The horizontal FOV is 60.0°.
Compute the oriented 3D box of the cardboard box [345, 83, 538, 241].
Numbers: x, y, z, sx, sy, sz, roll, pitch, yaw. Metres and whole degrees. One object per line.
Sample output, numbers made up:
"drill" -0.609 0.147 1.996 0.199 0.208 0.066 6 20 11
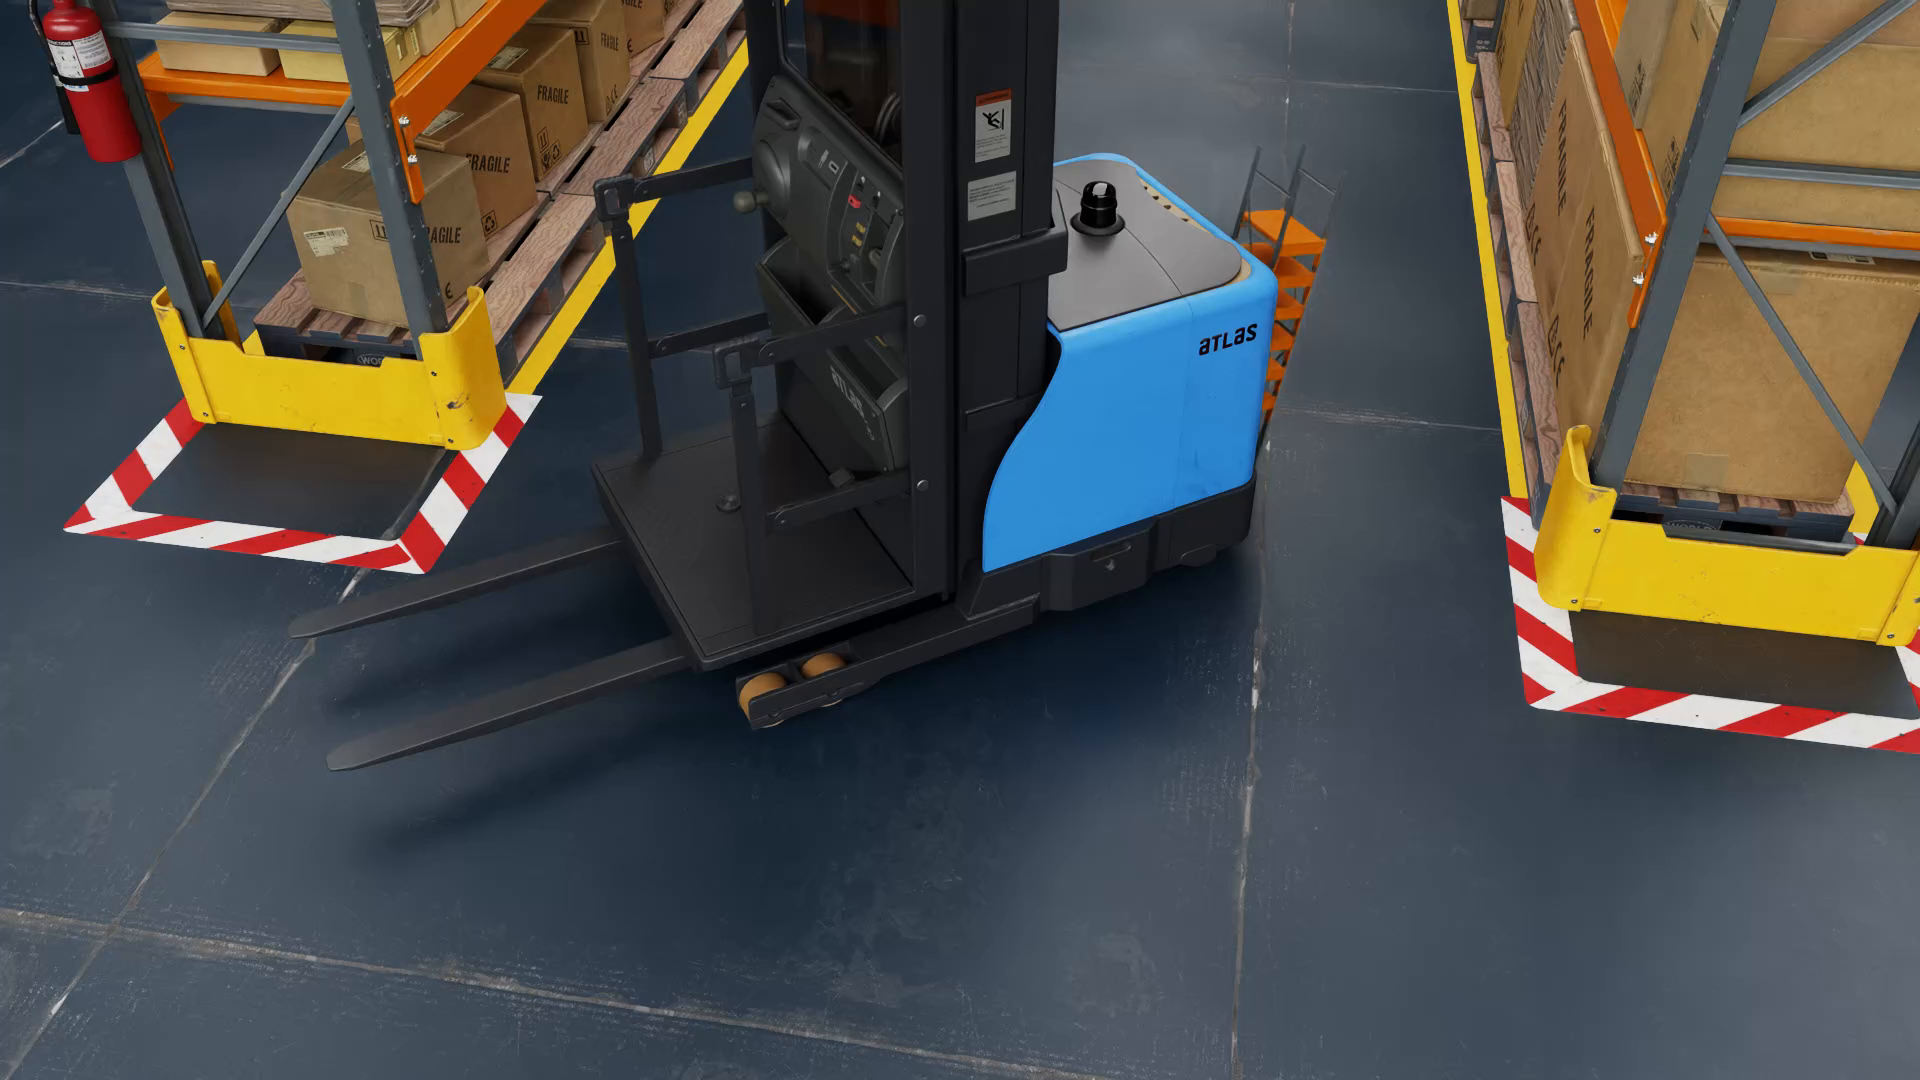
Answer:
"cardboard box" -2.148 -1.573 6.930 0.500 0.500 0.500 17 42 19

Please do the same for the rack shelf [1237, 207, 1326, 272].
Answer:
"rack shelf" 1.057 -0.999 5.517 0.180 0.103 0.258 -9 39 -27

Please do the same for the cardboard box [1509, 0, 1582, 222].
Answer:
"cardboard box" 2.888 -1.895 7.026 0.875 0.875 0.875 7 40 8

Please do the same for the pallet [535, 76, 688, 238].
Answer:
"pallet" -1.940 -1.848 7.819 1.003 0.211 1.213 6 40 8

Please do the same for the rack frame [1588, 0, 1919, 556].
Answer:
"rack frame" 2.526 -0.995 4.599 1.000 3.000 0.127 6 40 8

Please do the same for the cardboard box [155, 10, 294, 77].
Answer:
"cardboard box" -2.496 -1.710 5.661 0.380 0.149 0.250 6 40 8

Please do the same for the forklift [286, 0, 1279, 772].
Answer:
"forklift" -0.561 -0.946 4.594 3.031 2.935 1.130 -18 43 -21

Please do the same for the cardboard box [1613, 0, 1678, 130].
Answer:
"cardboard box" 2.619 -1.638 5.260 0.875 0.550 0.550 6 40 8

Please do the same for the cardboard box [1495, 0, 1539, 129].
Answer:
"cardboard box" 3.040 -2.461 7.711 0.875 0.875 0.875 7 40 8

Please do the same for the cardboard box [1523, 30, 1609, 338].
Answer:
"cardboard box" 2.728 -1.323 6.334 0.875 0.875 0.875 6 40 7

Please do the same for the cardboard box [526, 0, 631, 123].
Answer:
"cardboard box" -1.880 -2.309 7.821 0.500 0.500 0.500 3 40 4

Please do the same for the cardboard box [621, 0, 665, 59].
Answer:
"cardboard box" -1.850 -2.707 8.302 0.500 0.500 0.500 19 43 21

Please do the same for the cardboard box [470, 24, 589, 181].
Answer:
"cardboard box" -2.021 -1.964 7.403 0.500 0.500 0.500 10 41 12

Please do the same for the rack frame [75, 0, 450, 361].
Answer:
"rack frame" -2.342 -1.605 5.338 1.000 3.000 0.127 6 40 8

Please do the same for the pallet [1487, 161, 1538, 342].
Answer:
"pallet" 2.801 -1.194 7.029 1.003 0.211 1.213 6 40 8

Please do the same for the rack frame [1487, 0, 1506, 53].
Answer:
"rack frame" 3.218 -3.505 7.636 1.000 3.000 0.127 6 40 8

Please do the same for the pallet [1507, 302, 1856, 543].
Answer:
"pallet" 2.587 -0.431 6.105 1.003 0.211 1.213 6 40 8

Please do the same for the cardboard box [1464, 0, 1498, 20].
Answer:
"cardboard box" 3.237 -3.200 8.702 1.050 0.750 0.750 6 40 7

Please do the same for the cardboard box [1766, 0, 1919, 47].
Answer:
"cardboard box" 2.628 -1.698 4.484 0.875 0.550 0.550 6 40 8

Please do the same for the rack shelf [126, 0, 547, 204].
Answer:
"rack shelf" -1.996 -2.583 7.085 1.077 0.370 4.000 6 40 8

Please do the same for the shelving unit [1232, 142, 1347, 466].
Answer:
"shelving unit" 1.006 -0.744 5.696 0.189 1.200 0.258 -9 39 -27

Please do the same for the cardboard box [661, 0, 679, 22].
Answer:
"cardboard box" -1.758 -3.067 8.738 0.500 0.500 0.500 5 40 6

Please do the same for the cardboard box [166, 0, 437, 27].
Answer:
"cardboard box" -2.220 -2.101 5.625 0.875 0.500 0.500 6 40 8

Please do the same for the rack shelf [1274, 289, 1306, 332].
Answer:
"rack shelf" 1.018 -0.805 5.653 0.180 0.103 0.258 -9 39 -27

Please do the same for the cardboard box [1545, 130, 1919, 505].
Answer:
"cardboard box" 2.578 -0.771 5.666 0.875 0.875 0.875 7 40 8

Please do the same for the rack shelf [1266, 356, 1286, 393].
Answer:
"rack shelf" 0.980 -0.611 5.789 0.180 0.103 0.258 -9 39 -27

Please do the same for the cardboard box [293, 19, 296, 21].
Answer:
"cardboard box" -2.452 -1.867 5.851 0.380 0.149 0.250 6 40 8

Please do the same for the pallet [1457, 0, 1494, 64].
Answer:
"pallet" 3.277 -2.923 9.120 1.003 0.211 1.213 6 40 8

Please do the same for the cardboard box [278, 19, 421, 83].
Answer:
"cardboard box" -2.058 -1.661 5.602 0.380 0.149 0.250 6 40 8

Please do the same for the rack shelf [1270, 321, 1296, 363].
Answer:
"rack shelf" 0.999 -0.708 5.721 0.180 0.103 0.258 -9 39 -27

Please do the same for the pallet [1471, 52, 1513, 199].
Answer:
"pallet" 3.009 -1.962 7.957 1.003 0.211 1.213 6 40 8

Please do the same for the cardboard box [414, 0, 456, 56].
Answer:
"cardboard box" -1.995 -1.816 5.789 0.380 0.149 0.250 6 40 8

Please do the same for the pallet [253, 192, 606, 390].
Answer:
"pallet" -2.153 -1.084 6.896 1.003 0.211 1.213 6 40 8

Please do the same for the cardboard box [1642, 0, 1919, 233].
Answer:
"cardboard box" 2.545 -1.291 4.839 0.875 0.550 0.550 6 40 8

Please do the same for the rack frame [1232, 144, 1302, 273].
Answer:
"rack frame" 0.926 -0.731 5.654 0.006 1.200 0.240 -9 39 -27

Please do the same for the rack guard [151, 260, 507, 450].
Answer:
"rack guard" -2.329 -0.690 6.192 1.175 0.500 0.348 6 40 8

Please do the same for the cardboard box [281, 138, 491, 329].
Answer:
"cardboard box" -2.217 -1.194 6.472 0.500 0.500 0.500 14 41 16

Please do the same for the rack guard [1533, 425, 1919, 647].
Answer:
"rack guard" 2.522 -0.016 5.378 1.175 0.500 0.348 6 40 8

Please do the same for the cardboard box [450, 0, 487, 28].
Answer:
"cardboard box" -1.937 -1.971 5.977 0.380 0.149 0.250 6 40 8

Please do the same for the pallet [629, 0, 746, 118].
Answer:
"pallet" -1.731 -2.616 8.748 1.003 0.211 1.213 6 40 8

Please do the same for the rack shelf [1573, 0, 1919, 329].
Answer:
"rack shelf" 2.872 -1.973 6.347 1.077 0.370 4.000 6 40 8

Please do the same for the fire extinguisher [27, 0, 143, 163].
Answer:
"fire extinguisher" -2.815 -1.554 5.337 0.296 0.674 0.183 6 40 8

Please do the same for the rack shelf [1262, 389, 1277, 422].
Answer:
"rack shelf" 0.960 -0.514 5.856 0.180 0.103 0.258 -9 39 -27

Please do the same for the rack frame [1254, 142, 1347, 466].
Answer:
"rack frame" 1.087 -0.757 5.737 0.006 1.200 0.240 -9 39 -27

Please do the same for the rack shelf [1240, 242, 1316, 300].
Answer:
"rack shelf" 1.038 -0.902 5.585 0.180 0.103 0.258 -9 39 -27
